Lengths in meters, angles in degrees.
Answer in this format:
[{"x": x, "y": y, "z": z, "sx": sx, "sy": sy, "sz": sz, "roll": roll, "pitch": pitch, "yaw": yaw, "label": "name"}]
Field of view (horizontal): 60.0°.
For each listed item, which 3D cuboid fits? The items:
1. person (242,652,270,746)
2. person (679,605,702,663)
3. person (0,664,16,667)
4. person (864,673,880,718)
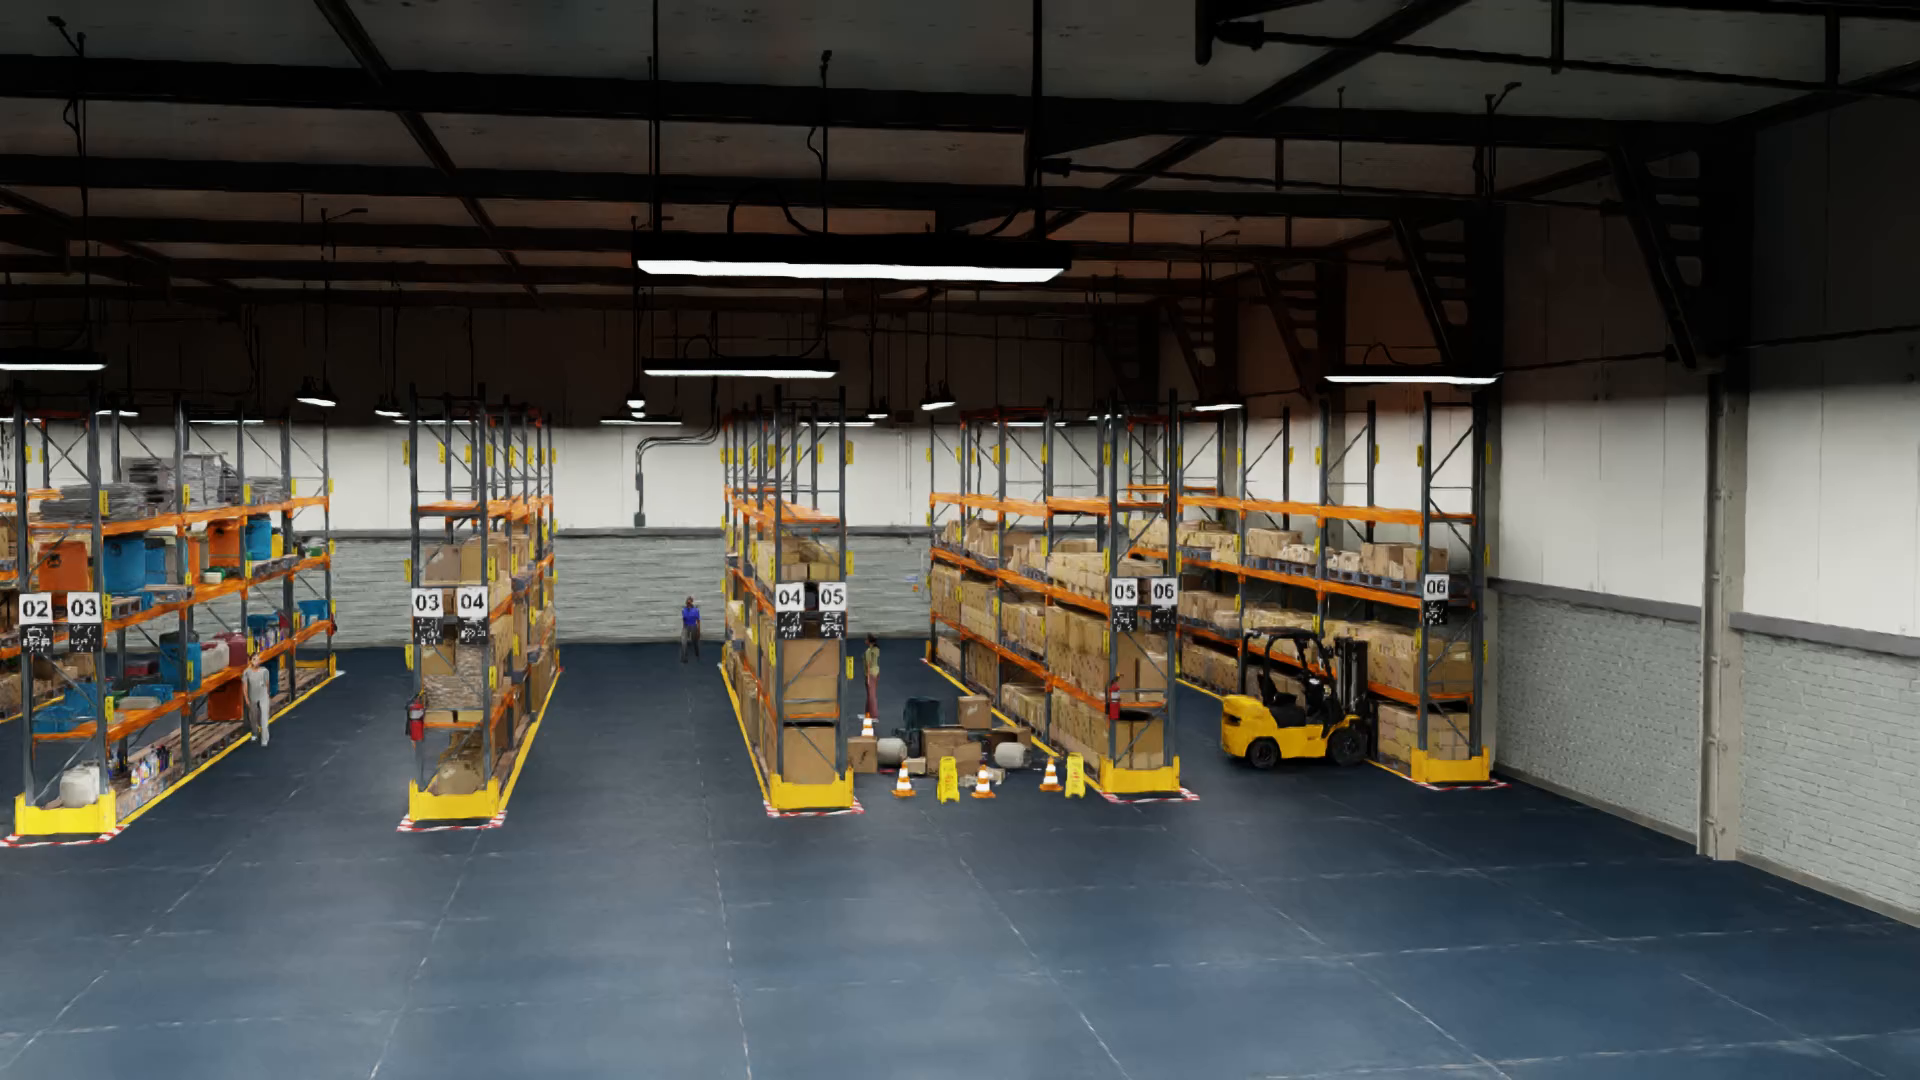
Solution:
[{"x": -12.151, "y": 2.730, "z": 28.707, "sx": 0.443, "sy": 1.605, "sz": 1.017, "roll": -1, "pitch": 3, "yaw": -19, "label": "person"}, {"x": -6.489, "y": 2.254, "z": 40.218, "sx": 0.441, "sy": 1.405, "sz": 0.913, "roll": 0, "pitch": 3, "yaw": 6, "label": "person"}, {"x": -21.431, "y": 2.165, "z": 37.254, "sx": 0.677, "sy": 1.467, "sz": 0.452, "roll": -1, "pitch": 3, "yaw": -11, "label": "person"}, {"x": -1.673, "y": 2.861, "z": 31.296, "sx": 0.397, "sy": 0.951, "sz": 0.410, "roll": 1, "pitch": 3, "yaw": 20, "label": "person"}]
